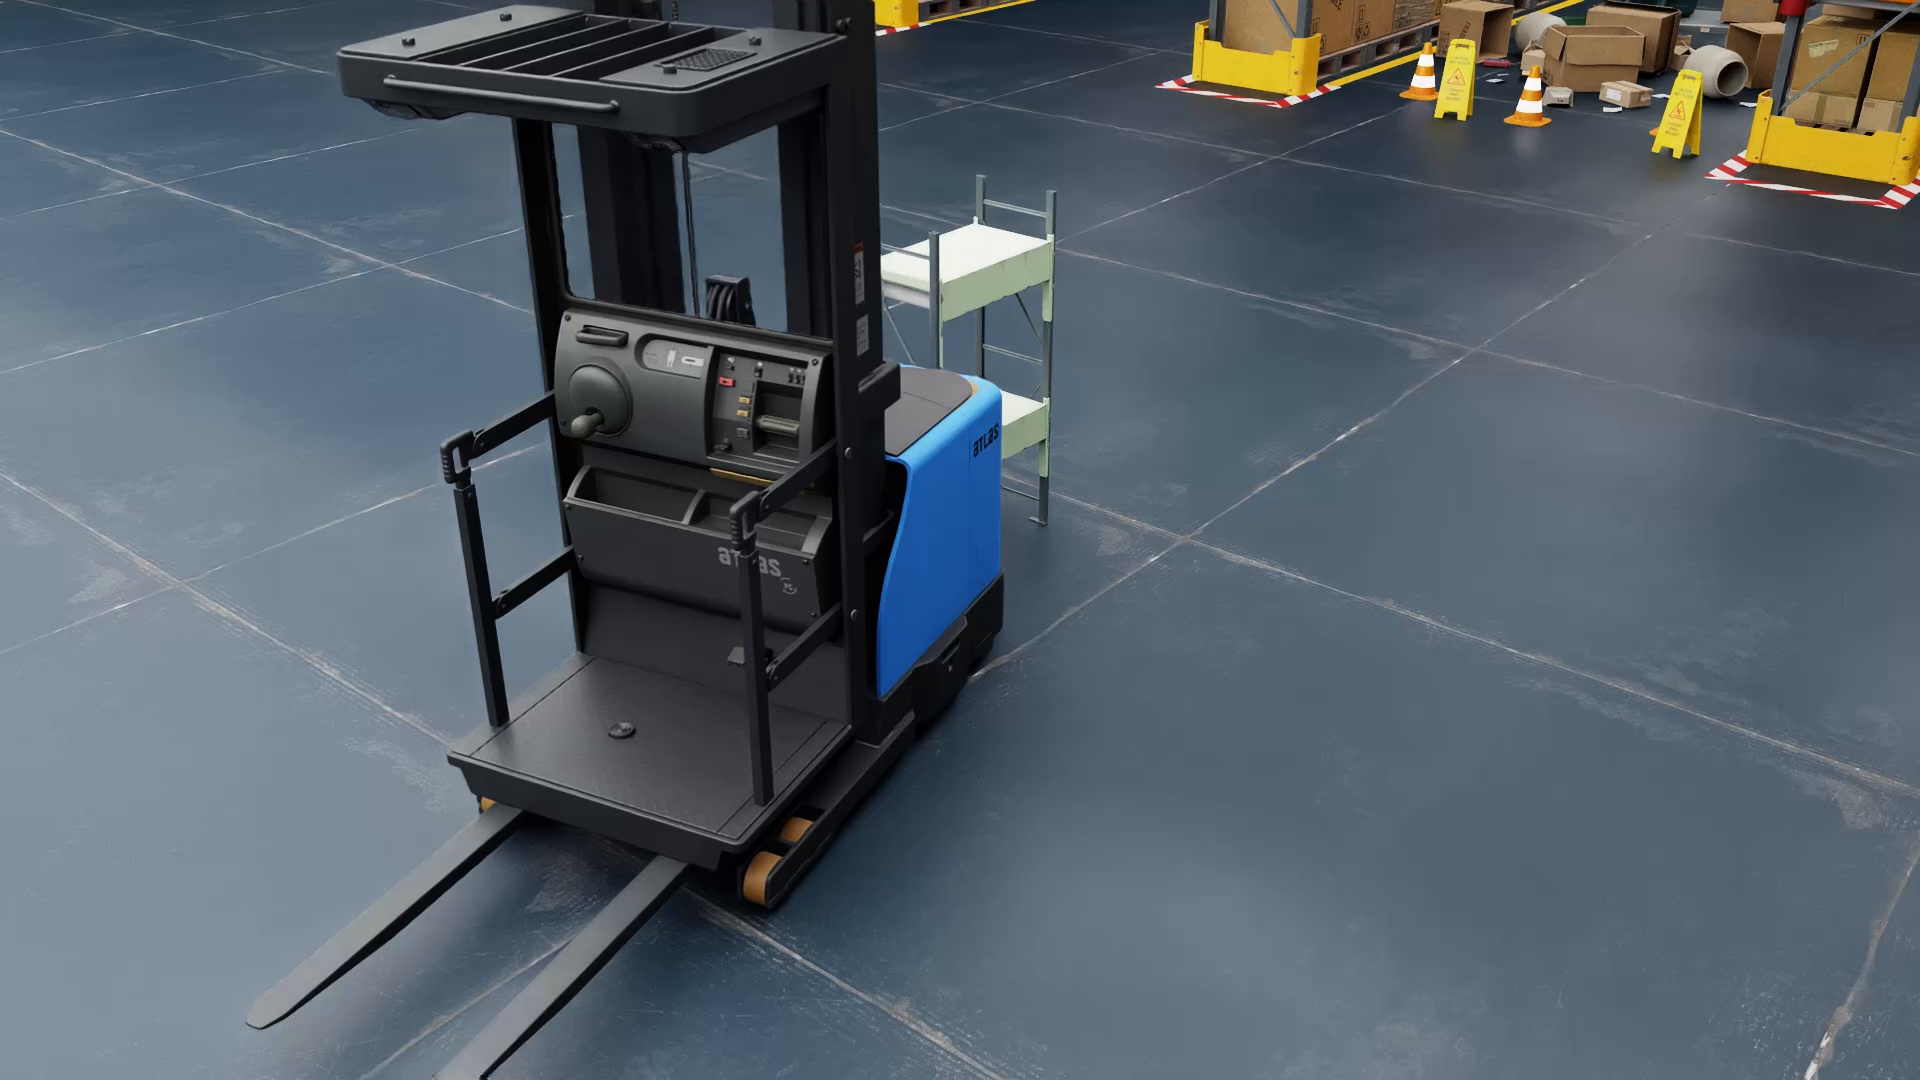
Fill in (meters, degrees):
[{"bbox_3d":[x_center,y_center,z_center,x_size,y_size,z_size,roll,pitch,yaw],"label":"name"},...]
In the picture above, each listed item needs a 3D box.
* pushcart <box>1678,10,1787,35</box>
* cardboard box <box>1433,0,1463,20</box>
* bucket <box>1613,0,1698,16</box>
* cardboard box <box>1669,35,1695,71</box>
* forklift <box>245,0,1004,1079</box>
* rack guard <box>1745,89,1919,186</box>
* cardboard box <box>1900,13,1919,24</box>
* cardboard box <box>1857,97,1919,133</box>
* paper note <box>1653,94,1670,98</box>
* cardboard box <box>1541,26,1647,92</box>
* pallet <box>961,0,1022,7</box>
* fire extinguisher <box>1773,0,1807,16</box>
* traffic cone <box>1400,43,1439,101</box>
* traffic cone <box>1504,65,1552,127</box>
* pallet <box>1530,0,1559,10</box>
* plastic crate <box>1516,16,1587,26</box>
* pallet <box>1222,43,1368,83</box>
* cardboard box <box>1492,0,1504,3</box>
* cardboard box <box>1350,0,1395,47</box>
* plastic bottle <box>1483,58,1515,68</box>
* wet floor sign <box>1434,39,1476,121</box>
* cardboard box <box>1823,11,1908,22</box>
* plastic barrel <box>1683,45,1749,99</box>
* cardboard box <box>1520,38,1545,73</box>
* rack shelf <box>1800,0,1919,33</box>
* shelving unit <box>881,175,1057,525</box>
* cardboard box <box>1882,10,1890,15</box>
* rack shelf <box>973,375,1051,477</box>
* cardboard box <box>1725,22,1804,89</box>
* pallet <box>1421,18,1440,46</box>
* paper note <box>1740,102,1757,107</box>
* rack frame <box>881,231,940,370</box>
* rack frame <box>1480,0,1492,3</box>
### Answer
[{"bbox_3d":[7.366,-5.054,16.608,1.648,0.377,0.936,9,29,17],"label":"pushcart"},{"bbox_3d":[4.820,-6.021,17.479,0.875,0.875,0.875,21,34,35],"label":"cardboard box"},{"bbox_3d":[6.966,-5.480,16.486,0.620,0.611,0.726,-5,26,-32],"label":"bucket"},{"bbox_3d":[6.983,-4.694,16.034,0.258,0.266,0.396,0,27,0],"label":"cardboard box"},{"bbox_3d":[-0.918,-0.410,4.853,1.130,2.935,3.031,12,30,22],"label":"forklift"},{"bbox_3d":[6.662,-3.068,12.637,1.175,0.500,0.348,21,34,34],"label":"rack guard"},{"bbox_3d":[7.684,-3.850,13.148,0.500,0.500,0.500,19,33,33],"label":"cardboard box"},{"bbox_3d":[7.340,-3.322,12.942,0.500,0.250,0.500,20,34,34],"label":"cardboard box"},{"bbox_3d":[6.335,-4.002,14.965,0.142,0.019,0.148,-15,31,-27],"label":"paper note"},{"bbox_3d":[5.777,-4.405,15.218,0.797,0.503,0.637,0,27,0],"label":"cardboard box"},{"bbox_3d":[0.335,-6.545,19.671,1.003,0.211,1.213,21,34,34],"label":"pallet"},{"bbox_3d":[6.185,-4.211,12.210,0.296,0.674,0.183,21,34,34],"label":"fire extinguisher"},{"bbox_3d":[4.163,-4.209,14.882,0.336,0.463,0.334,21,34,34],"label":"traffic cone"},{"bbox_3d":[4.819,-3.758,14.011,0.336,0.463,0.334,21,34,34],"label":"traffic cone"},{"bbox_3d":[6.482,-6.472,19.531,1.003,0.211,1.213,21,34,34],"label":"pallet"},{"bbox_3d":[6.174,-5.313,17.253,0.662,0.188,0.450,-10,19,-18],"label":"plastic crate"},{"bbox_3d":[3.178,-4.630,15.971,1.003,0.211,1.213,21,34,34],"label":"pallet"},{"bbox_3d":[5.599,-6.414,18.376,1.050,0.750,0.750,21,34,34],"label":"cardboard box"},{"bbox_3d":[3.668,-5.378,16.236,0.875,0.875,0.875,20,34,34],"label":"cardboard box"},{"bbox_3d":[5.227,-4.621,16.116,0.283,0.061,0.133,9,29,17],"label":"plastic bottle"},{"bbox_3d":[4.239,-3.928,14.140,0.267,0.644,0.232,15,31,26],"label":"wet floor sign"},{"bbox_3d":[7.251,-3.996,13.430,0.500,0.500,0.500,22,35,36],"label":"cardboard box"},{"bbox_3d":[6.759,-4.182,14.873,0.421,0.421,0.512,-5,28,-9],"label":"plastic barrel"},{"bbox_3d":[5.602,-4.619,15.889,0.258,0.266,0.396,-21,34,-35],"label":"cardboard box"},{"bbox_3d":[7.885,-4.541,13.547,1.077,0.370,4.000,21,34,34],"label":"rack shelf"},{"bbox_3d":[-0.004,-0.664,6.901,0.431,1.500,0.755,21,34,34],"label":"shelving unit"},{"bbox_3d":[7.266,-4.336,13.381,0.380,0.149,0.250,21,34,35],"label":"cardboard box"},{"bbox_3d":[-0.004,-0.374,7.051,0.431,0.370,0.720,21,34,34],"label":"rack shelf"},{"bbox_3d":[7.426,-4.478,15.360,0.500,0.500,0.500,-5,28,-9],"label":"cardboard box"},{"bbox_3d":[4.730,-5.495,17.643,1.003,0.211,1.213,21,34,34],"label":"pallet"},{"bbox_3d":[6.953,-3.842,14.643,0.142,0.019,0.148,9,29,17],"label":"paper note"},{"bbox_3d":[-0.237,-0.534,6.650,0.400,1.500,0.023,21,34,34],"label":"rack frame"},{"bbox_3d":[5.274,-6.981,17.479,1.000,3.000,0.127,21,34,34],"label":"rack frame"}]
